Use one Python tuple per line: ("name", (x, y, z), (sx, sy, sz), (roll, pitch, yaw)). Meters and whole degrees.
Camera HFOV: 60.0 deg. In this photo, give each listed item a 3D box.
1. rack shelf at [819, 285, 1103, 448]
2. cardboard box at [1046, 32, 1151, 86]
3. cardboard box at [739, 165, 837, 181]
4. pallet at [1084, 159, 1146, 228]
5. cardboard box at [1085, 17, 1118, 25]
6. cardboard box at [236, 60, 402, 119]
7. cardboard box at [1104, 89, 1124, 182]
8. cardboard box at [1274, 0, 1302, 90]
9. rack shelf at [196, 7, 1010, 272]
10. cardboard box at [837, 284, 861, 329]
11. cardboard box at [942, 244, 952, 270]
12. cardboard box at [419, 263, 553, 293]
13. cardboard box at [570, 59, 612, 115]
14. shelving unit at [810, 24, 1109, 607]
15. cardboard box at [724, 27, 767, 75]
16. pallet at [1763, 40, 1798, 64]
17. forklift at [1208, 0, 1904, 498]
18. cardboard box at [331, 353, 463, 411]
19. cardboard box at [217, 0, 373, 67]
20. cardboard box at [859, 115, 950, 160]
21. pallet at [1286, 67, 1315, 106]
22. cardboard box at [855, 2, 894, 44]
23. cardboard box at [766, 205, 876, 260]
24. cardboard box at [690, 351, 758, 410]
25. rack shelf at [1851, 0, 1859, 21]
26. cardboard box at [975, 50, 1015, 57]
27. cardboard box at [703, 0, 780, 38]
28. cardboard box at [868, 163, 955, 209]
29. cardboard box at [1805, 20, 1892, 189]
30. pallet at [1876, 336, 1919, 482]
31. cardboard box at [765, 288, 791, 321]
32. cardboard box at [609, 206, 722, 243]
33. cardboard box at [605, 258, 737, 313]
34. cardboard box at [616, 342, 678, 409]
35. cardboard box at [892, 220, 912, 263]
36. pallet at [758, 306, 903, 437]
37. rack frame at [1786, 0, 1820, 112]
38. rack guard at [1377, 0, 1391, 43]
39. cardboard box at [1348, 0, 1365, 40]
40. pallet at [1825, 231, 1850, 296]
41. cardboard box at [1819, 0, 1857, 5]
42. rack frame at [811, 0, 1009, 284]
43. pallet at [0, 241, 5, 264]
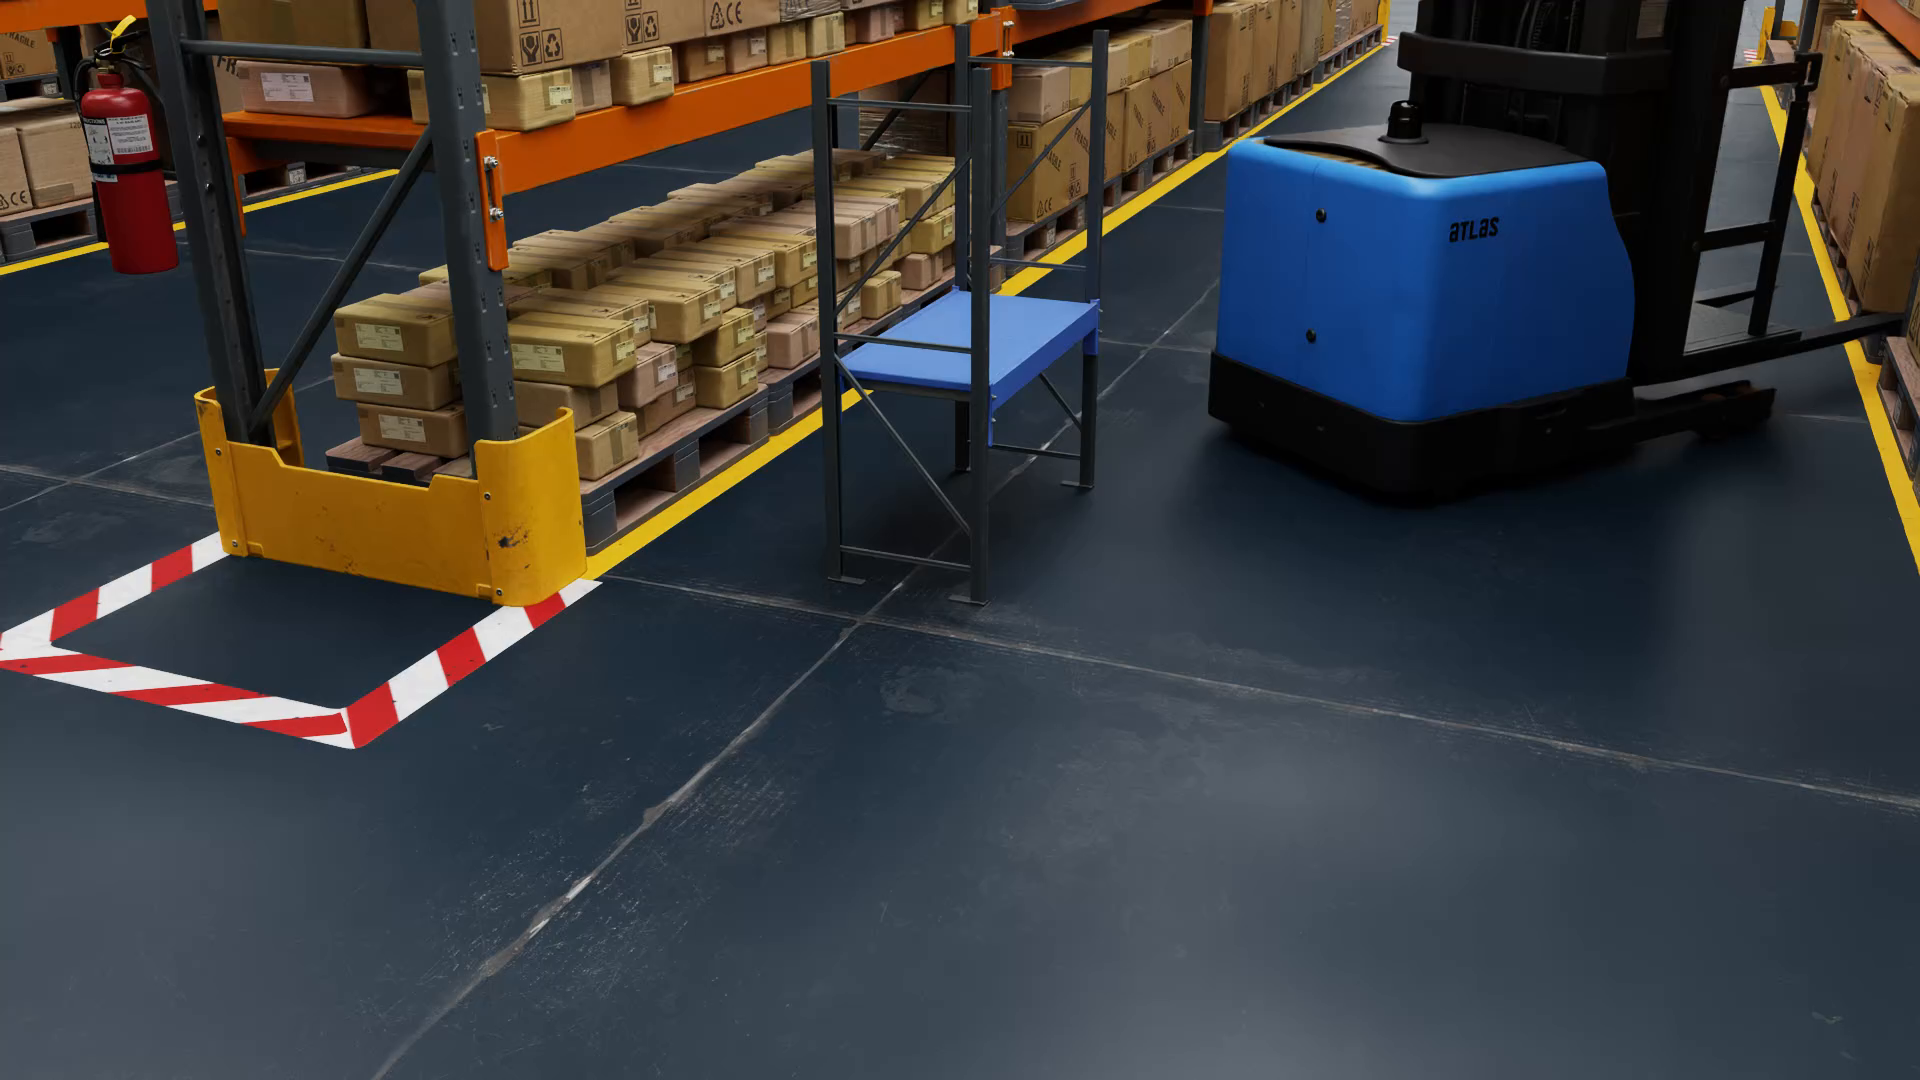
("rack shelf", (0.032, -0.557, 5.103), (0.538, 0.185, 1.000), (9, 24, 20))
("cardboard box", (0.838, -2.905, 10.039), (0.500, 0.250, 0.500), (9, 24, 21))
("cardboard box", (-0.782, -1.603, 7.579), (0.380, 0.149, 0.250), (8, 24, 19))
("pallet", (0.483, -2.162, 10.152), (1.003, 0.211, 1.213), (9, 24, 20))
("cardboard box", (0.748, -3.337, 11.074), (0.500, 0.250, 0.500), (8, 24, 18))
("cardboard box", (-1.884, -1.342, 4.896), (0.380, 0.149, 0.250), (9, 24, 20))
("cardboard box", (0.641, -2.378, 9.748), (0.500, 0.500, 0.500), (9, 24, 21))
("cardboard box", (2.206, -4.171, 13.717), (1.050, 0.750, 0.750), (9, 24, 20))
("rack shelf", (-0.999, -1.684, 6.323), (1.077, 0.370, 4.000), (9, 24, 20))
("cardboard box", (-0.629, -0.967, 6.827), (0.380, 0.149, 0.250), (9, 24, 21))
("cardboard box", (-0.260, -1.340, 7.720), (0.380, 0.149, 0.250), (9, 24, 22))
("cardboard box", (-1.656, -0.871, 5.827), (0.380, 0.149, 0.250), (8, 24, 19))
("cardboard box", (-1.261, -1.350, 4.917), (0.380, 0.149, 0.250), (10, 25, 22))
("shelving unit", (0.032, -0.723, 5.034), (0.538, 1.500, 1.048), (9, 24, 20))
("cardboard box", (-0.901, -1.729, 5.824), (0.380, 0.149, 0.250), (8, 24, 19))
("pallet", (8.406, -4.680, 16.181), (1.003, 0.211, 1.213), (9, 24, 20))
("forklift", (2.458, -1.890, 5.973), (3.031, 2.935, 1.130), (-13, 26, -28))
("cardboard box", (-1.811, -0.546, 5.432), (0.380, 0.149, 0.250), (8, 24, 19))
("cardboard box", (-1.814, -1.681, 4.868), (0.500, 0.500, 0.500), (9, 24, 21))
("cardboard box", (-0.215, -2.073, 9.019), (0.500, 0.500, 0.500), (8, 24, 19))
("pallet", (2.499, -4.021, 14.602), (1.003, 0.211, 1.213), (9, 24, 20))
("cardboard box", (-0.486, -2.095, 6.700), (0.380, 0.149, 0.250), (8, 24, 18))
("cardboard box", (-0.563, -1.243, 6.715), (0.380, 0.149, 0.250), (8, 24, 18))
("cardboard box", (-0.947, -0.591, 5.928), (0.380, 0.149, 0.250), (9, 24, 21))
("rack shelf", (6.540, -3.801, 11.390), (1.077, 0.370, 4.000), (9, 24, 20))
("cardboard box", (-0.011, -2.603, 9.315), (0.500, 0.250, 0.500), (10, 25, 23))
("cardboard box", (-0.950, -1.973, 5.567), (0.500, 0.500, 0.500), (9, 24, 21))
("cardboard box", (-0.205, -1.623, 7.625), (0.380, 0.149, 0.250), (9, 24, 21))
("cardboard box", (5.521, -2.386, 9.283), (1.225, 0.875, 0.875), (8, 24, 18))
("pallet", (3.956, -0.438, 6.024), (1.003, 0.211, 1.213), (9, 24, 20))
("cardboard box", (-0.878, -0.945, 6.388), (0.380, 0.149, 0.250), (10, 25, 23))
("cardboard box", (-1.181, -1.235, 6.698), (0.380, 0.149, 0.250), (9, 24, 20))
("cardboard box", (-1.014, -0.880, 5.848), (0.380, 0.149, 0.250), (8, 24, 17))
("cardboard box", (-1.155, -0.557, 5.459), (0.380, 0.149, 0.250), (9, 24, 20))
("cardboard box", (-0.435, -1.316, 7.278), (0.380, 0.149, 0.250), (9, 24, 21))
("pallet", (-0.925, -0.762, 6.799), (1.003, 0.211, 1.213), (9, 24, 20))
("rack frame", (7.283, -4.848, 12.965), (1.000, 3.000, 0.127), (9, 24, 20))
("rack guard", (4.210, -5.881, 18.681), (1.175, 0.500, 0.348), (9, 24, 20))
("cardboard box", (3.686, -5.672, 17.149), (0.875, 0.875, 0.875), (8, 24, 19))
("pallet", (4.979, -1.424, 8.385), (1.003, 0.211, 1.213), (9, 24, 20))
("cardboard box", (8.081, -4.659, 15.210), (0.500, 0.500, 0.500), (11, 25, 25))
("rack frame", (-0.256, -2.732, 7.898), (1.000, 3.000, 0.127), (9, 24, 20))
("pallet", (-5.697, -1.419, 8.372), (1.003, 0.211, 1.213), (9, 24, 20))
